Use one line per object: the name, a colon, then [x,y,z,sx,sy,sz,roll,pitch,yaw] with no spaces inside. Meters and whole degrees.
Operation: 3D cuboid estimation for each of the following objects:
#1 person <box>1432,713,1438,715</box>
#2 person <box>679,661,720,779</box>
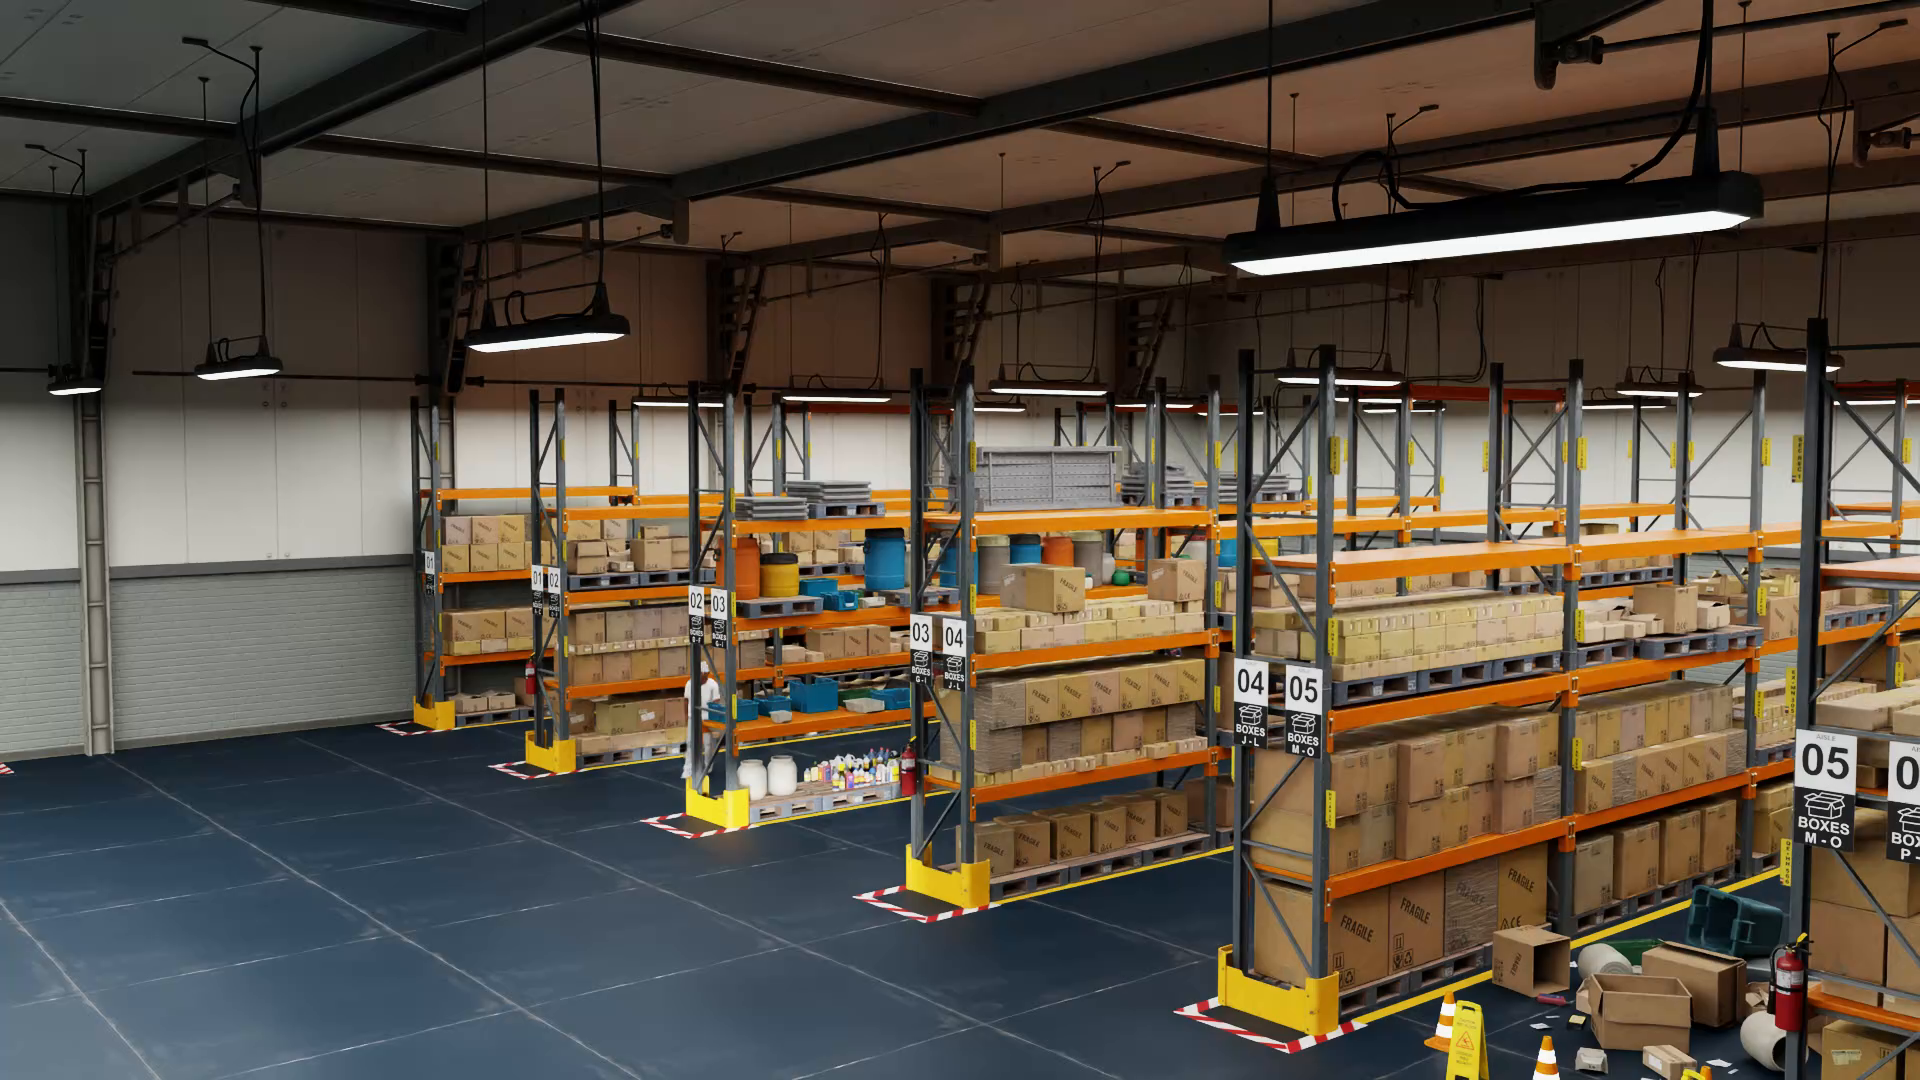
person: [6.277,2.996,22.228,0.562,1.723,0.585,-2,4,-33]
person: [-4.008,2.790,25.715,0.617,1.824,0.590,0,3,3]
